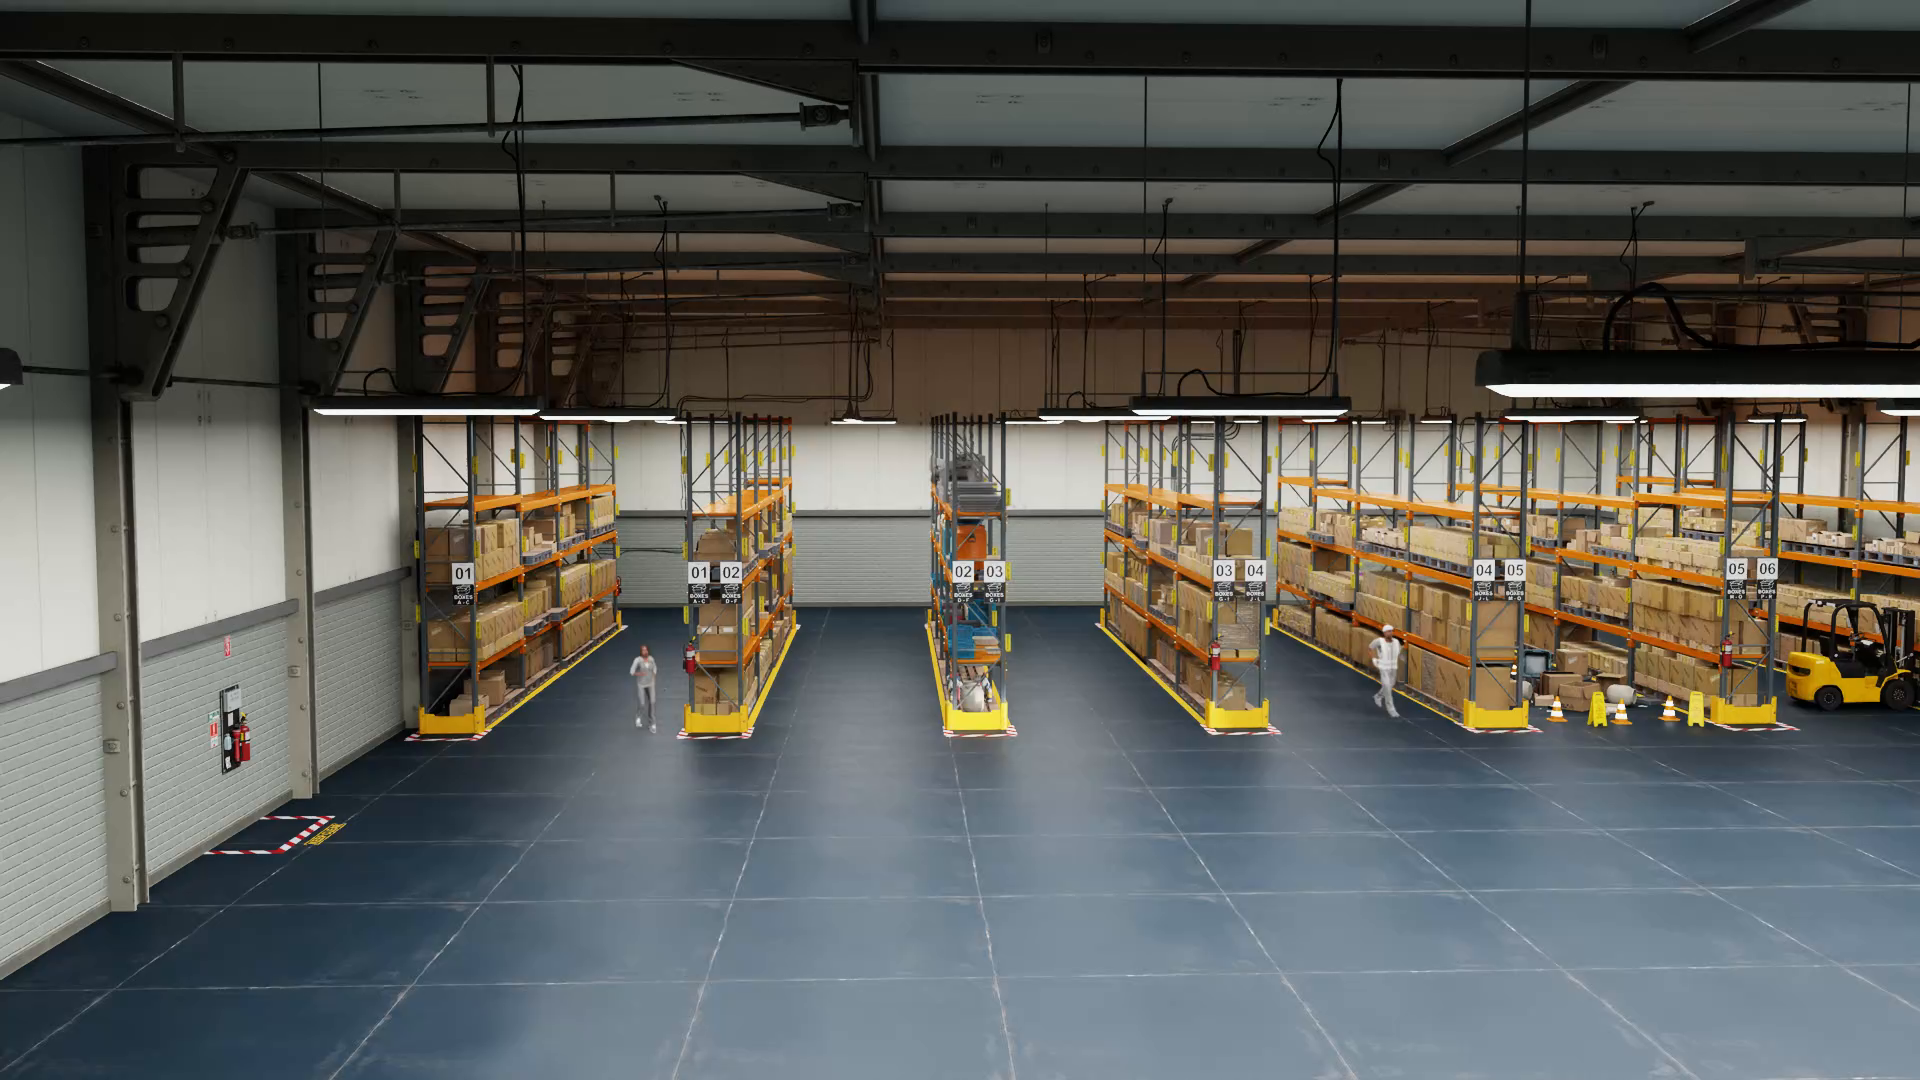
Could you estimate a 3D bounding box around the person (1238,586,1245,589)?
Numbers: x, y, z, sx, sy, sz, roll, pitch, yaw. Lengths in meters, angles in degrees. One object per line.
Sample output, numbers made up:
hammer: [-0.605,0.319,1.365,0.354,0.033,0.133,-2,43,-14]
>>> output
person: [7.850,1.666,47.747,0.753,1.681,0.778,3,5,34]

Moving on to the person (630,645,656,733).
person: [-5.951,2.781,31.336,0.537,1.623,0.759,-2,4,-24]

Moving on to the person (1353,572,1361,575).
person: [11.678,1.522,49.128,0.618,1.732,0.687,0,4,-1]

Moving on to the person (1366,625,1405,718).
person: [8.502,2.573,33.085,0.682,1.791,0.972,-1,4,-19]
